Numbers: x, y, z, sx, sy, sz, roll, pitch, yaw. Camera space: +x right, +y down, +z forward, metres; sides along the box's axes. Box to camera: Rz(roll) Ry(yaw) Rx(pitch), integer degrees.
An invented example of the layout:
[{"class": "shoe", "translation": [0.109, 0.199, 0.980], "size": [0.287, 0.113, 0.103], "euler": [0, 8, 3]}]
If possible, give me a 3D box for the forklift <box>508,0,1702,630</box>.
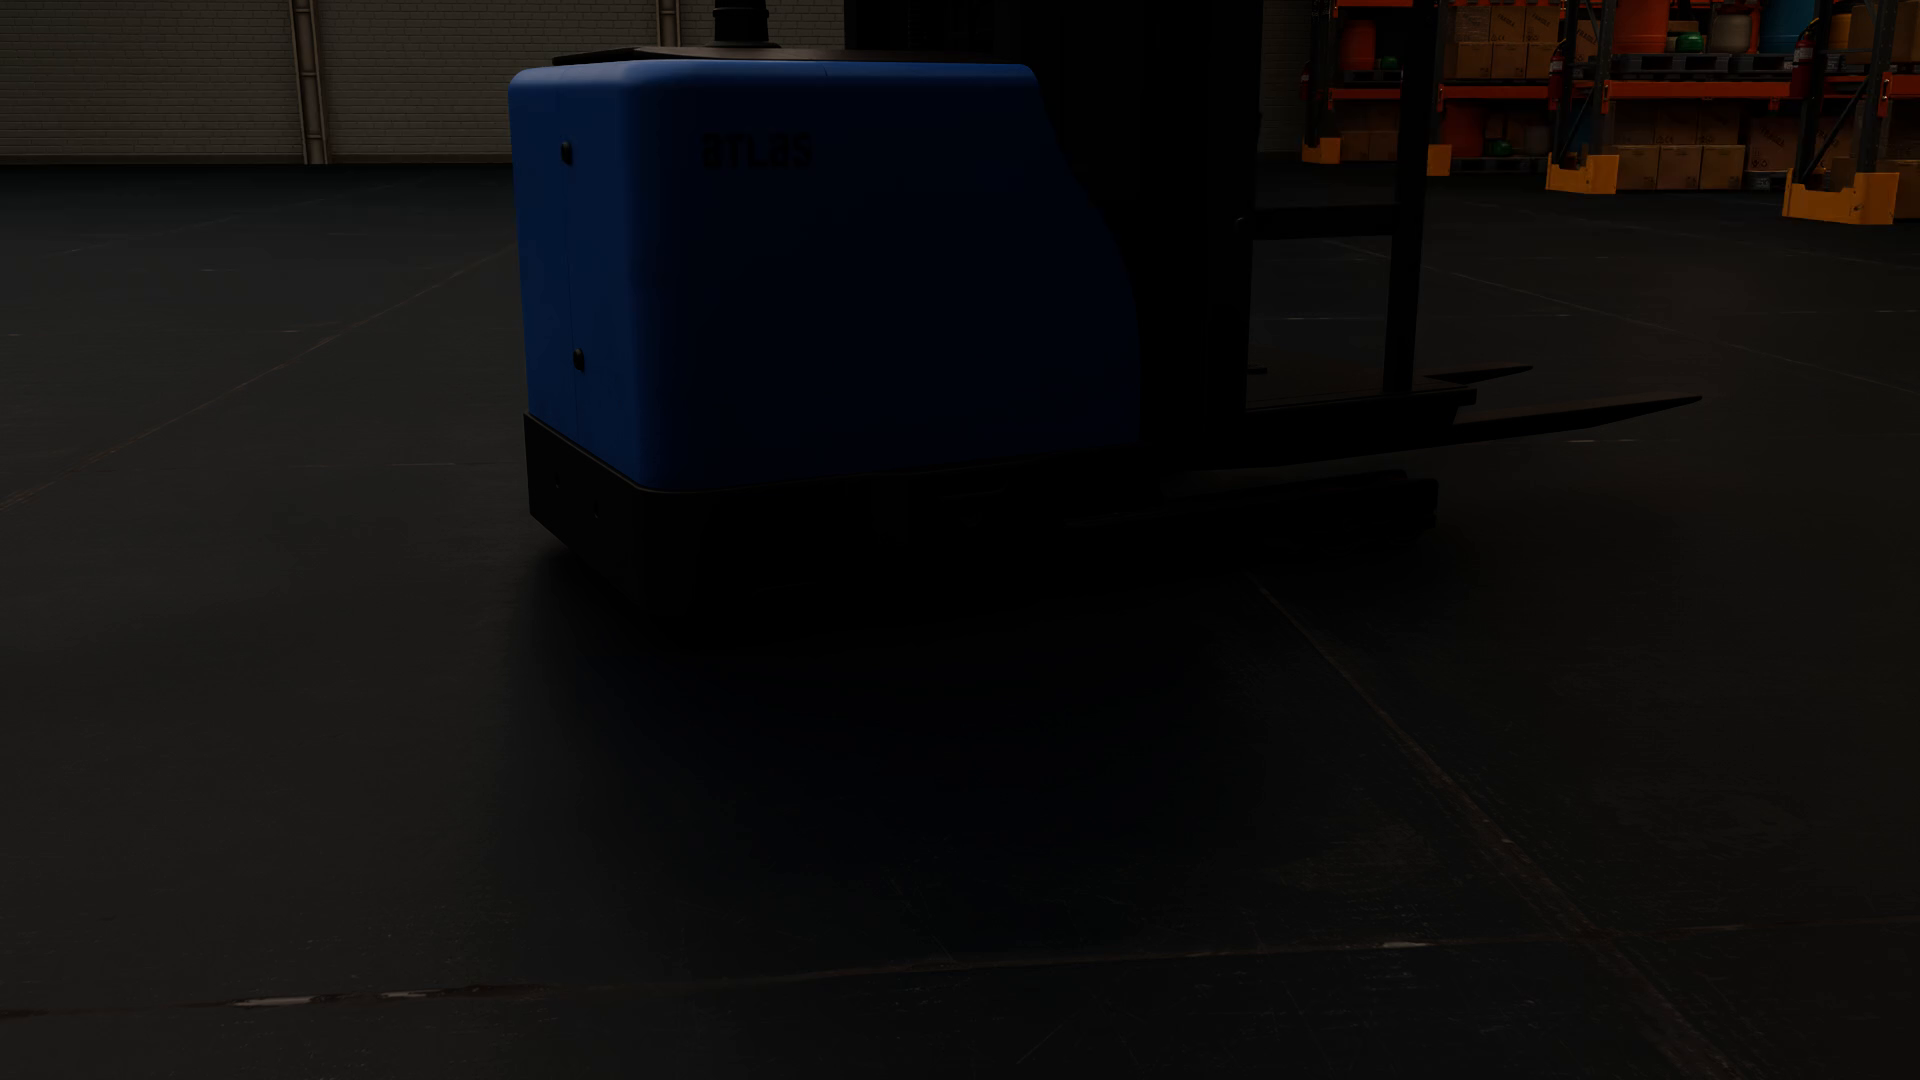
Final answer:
[{"class": "forklift", "translation": [0.538, -1.490, 3.837], "size": [3.031, 2.935, 1.130], "euler": [-8, 17, -27]}]
